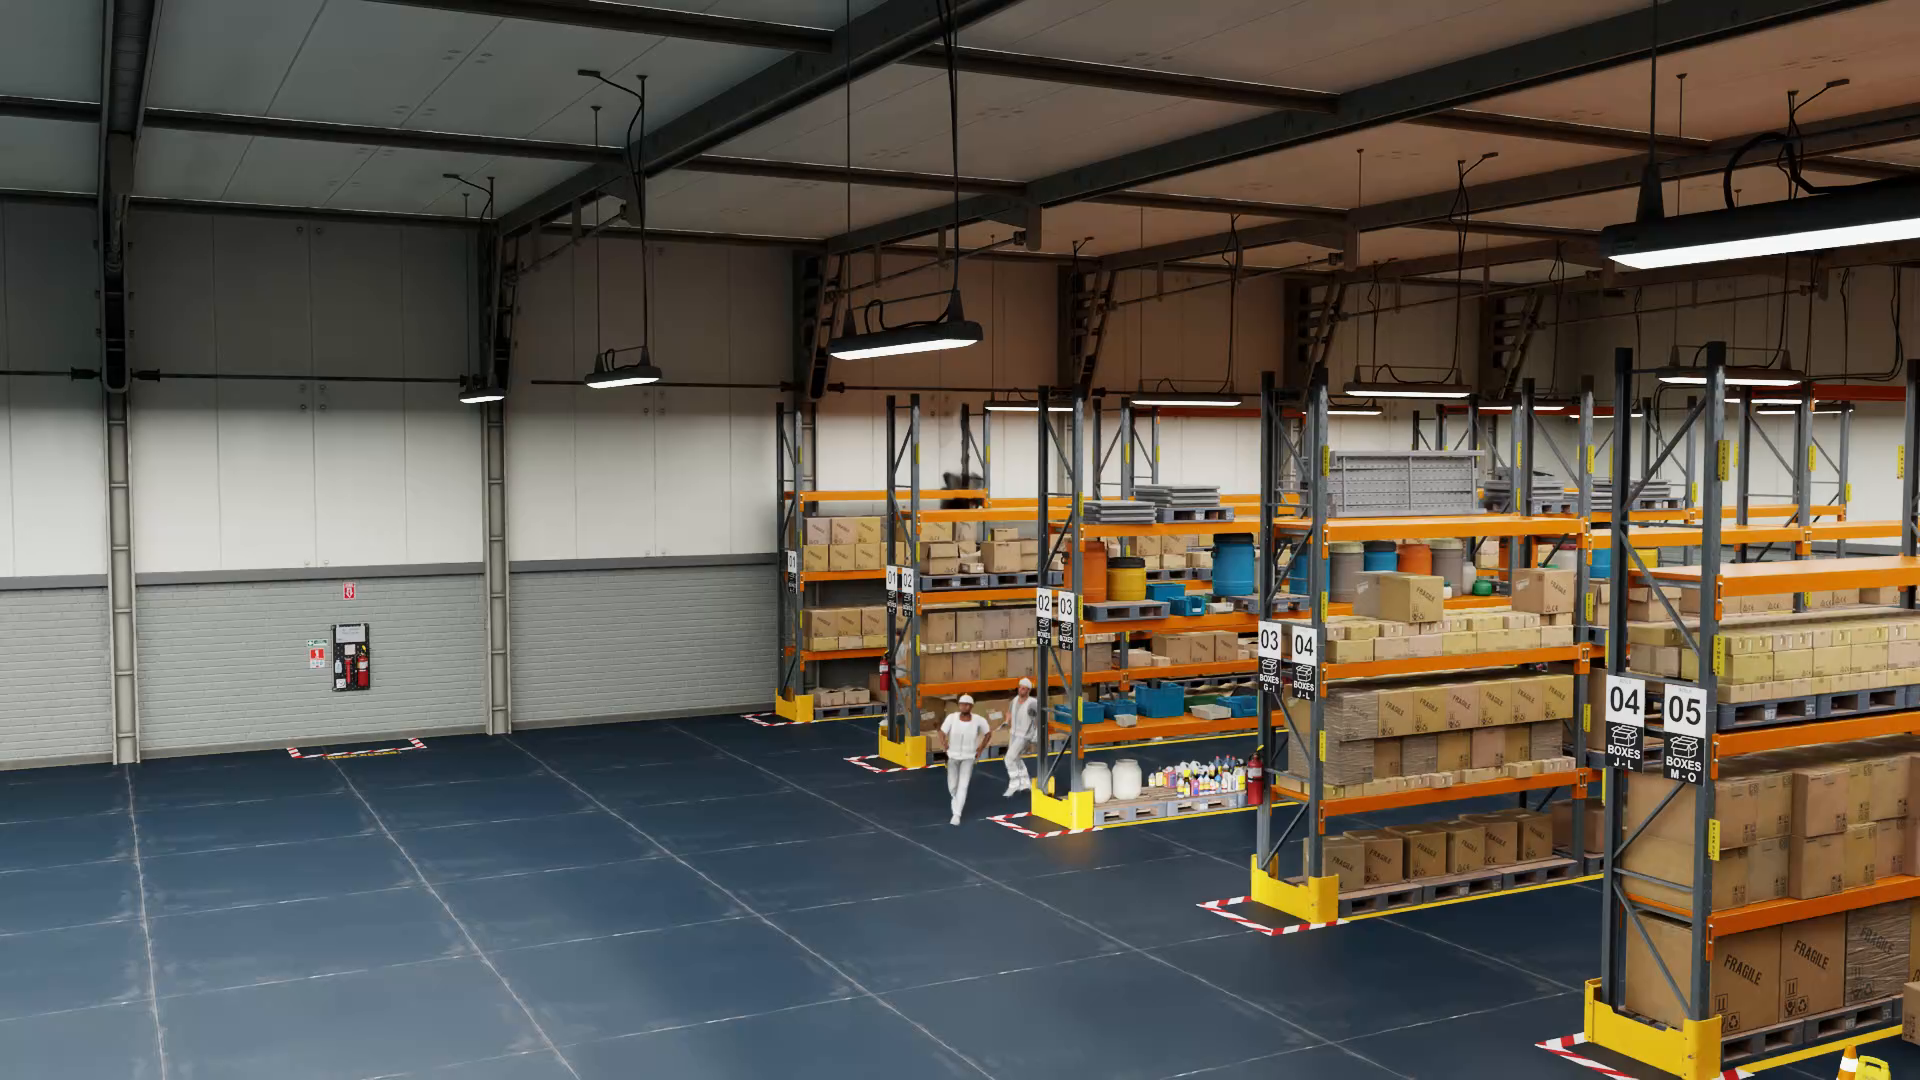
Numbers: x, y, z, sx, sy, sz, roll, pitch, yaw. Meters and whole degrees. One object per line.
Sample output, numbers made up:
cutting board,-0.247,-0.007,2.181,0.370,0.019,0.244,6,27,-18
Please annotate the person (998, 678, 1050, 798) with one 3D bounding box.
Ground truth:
person,0.910,2.910,24.440,0.674,1.780,0.718,-2,4,-36

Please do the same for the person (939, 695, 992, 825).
person,0.062,2.999,22.971,0.710,1.756,0.833,1,3,10

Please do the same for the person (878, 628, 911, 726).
person,-1.056,2.392,29.170,0.790,1.711,0.556,-2,4,-32
